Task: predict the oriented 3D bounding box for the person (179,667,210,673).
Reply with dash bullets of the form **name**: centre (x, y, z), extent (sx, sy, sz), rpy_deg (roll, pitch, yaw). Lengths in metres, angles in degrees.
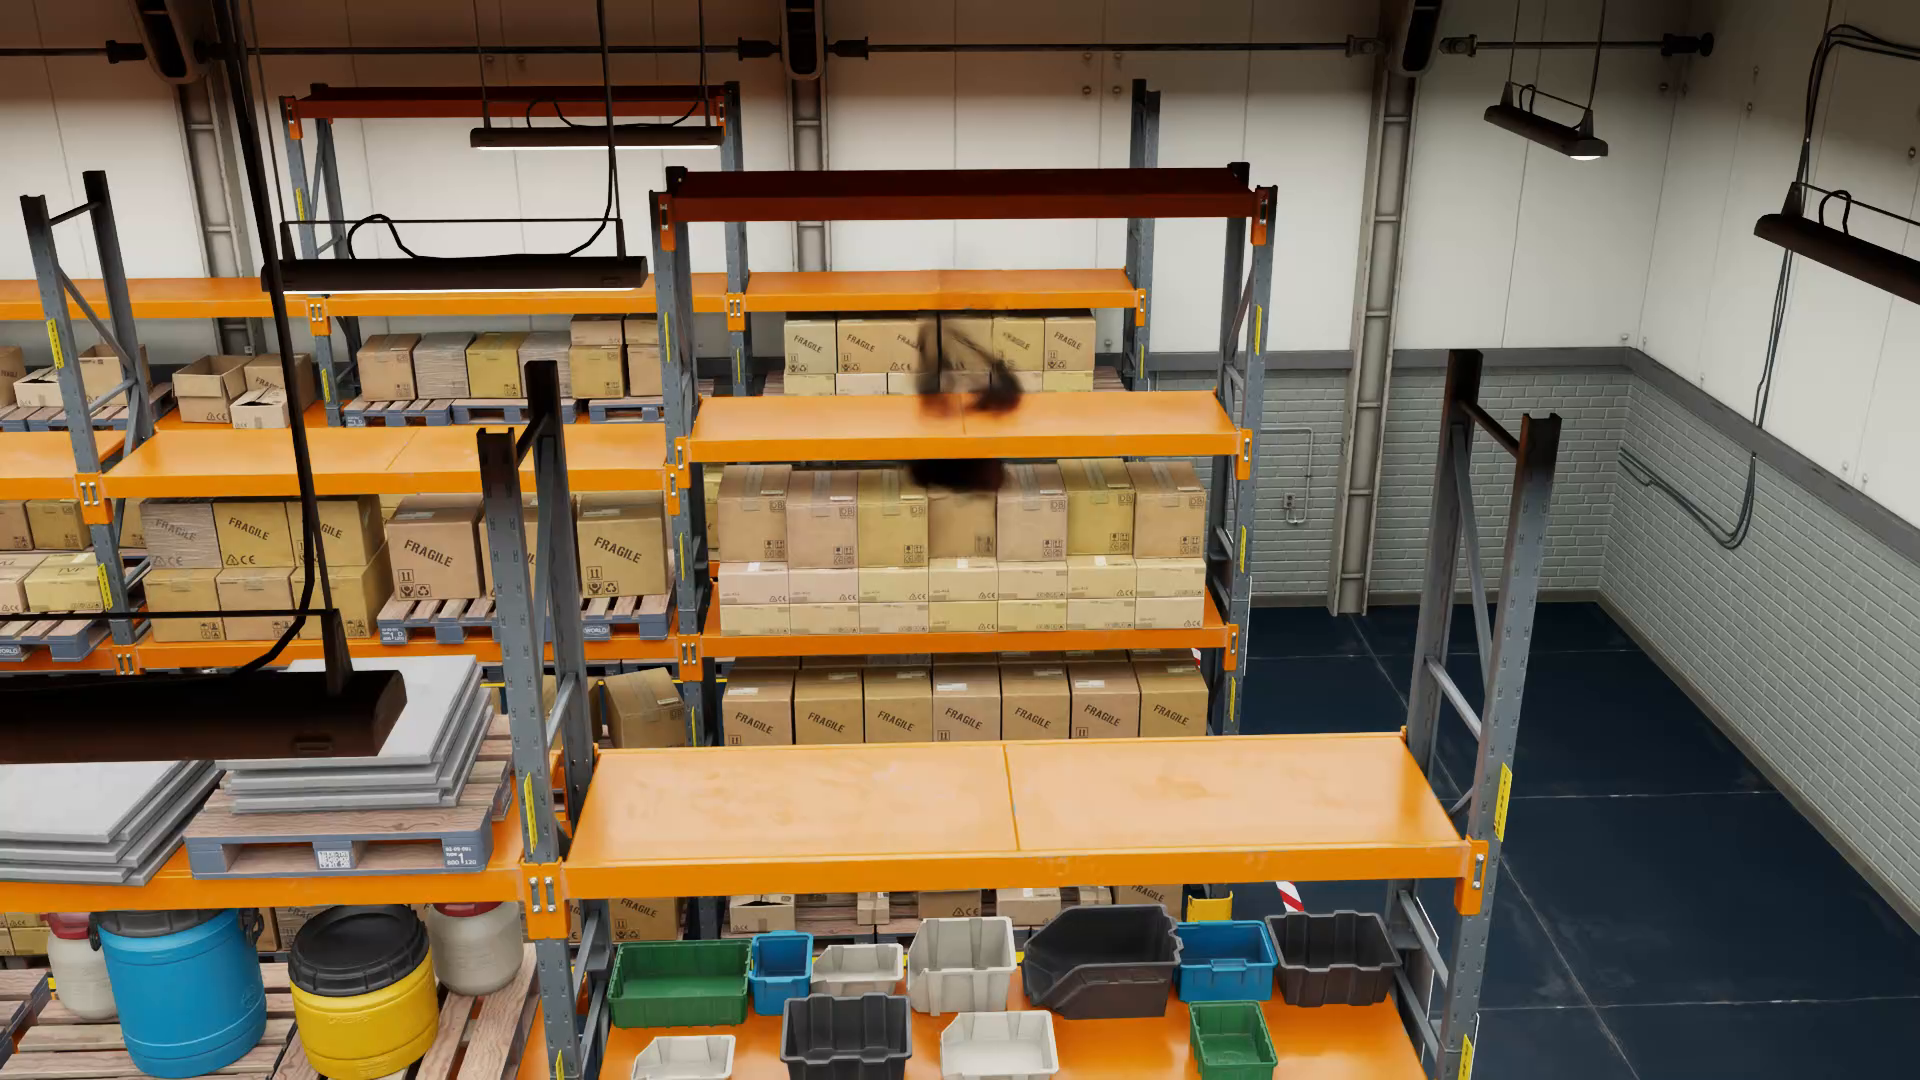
- **person**: centre (-6.589, 1.700, 14.670), extent (0.882, 1.720, 0.589), rpy_deg (-5, 23, -11)
